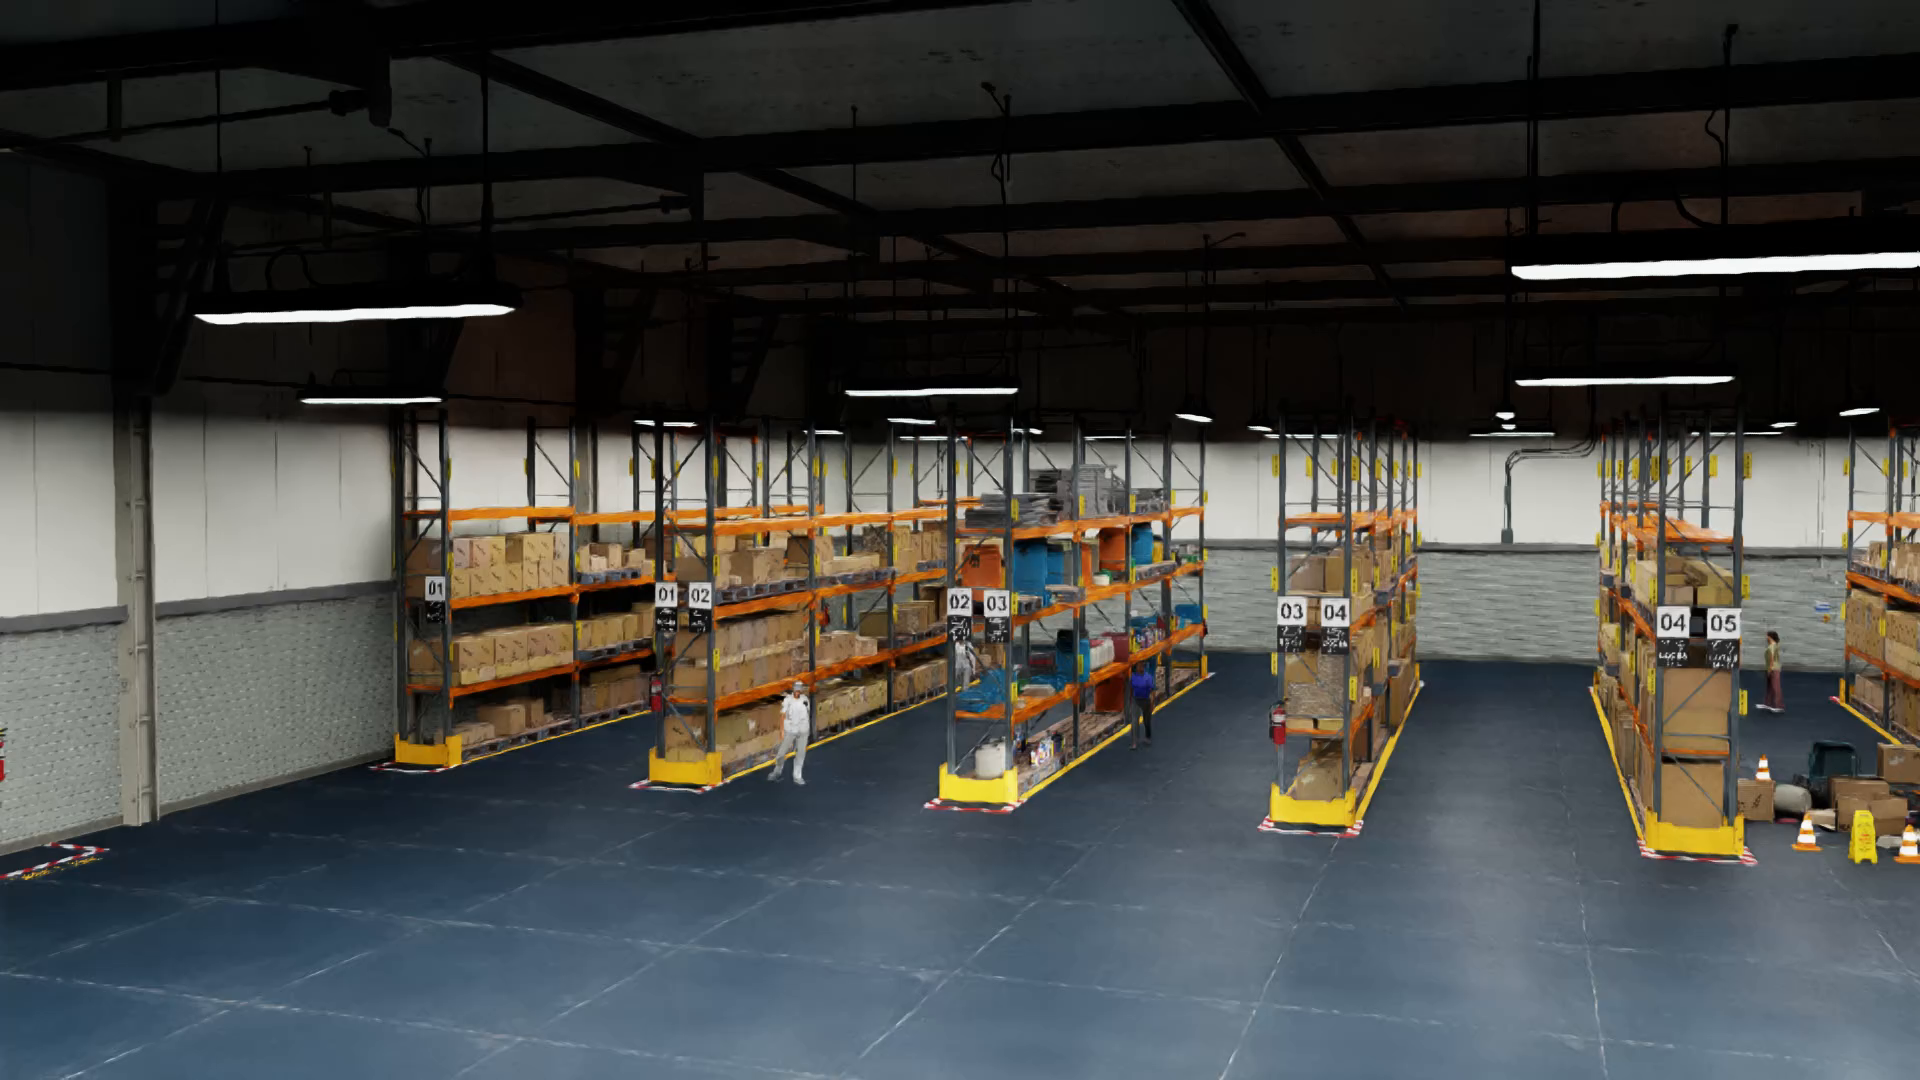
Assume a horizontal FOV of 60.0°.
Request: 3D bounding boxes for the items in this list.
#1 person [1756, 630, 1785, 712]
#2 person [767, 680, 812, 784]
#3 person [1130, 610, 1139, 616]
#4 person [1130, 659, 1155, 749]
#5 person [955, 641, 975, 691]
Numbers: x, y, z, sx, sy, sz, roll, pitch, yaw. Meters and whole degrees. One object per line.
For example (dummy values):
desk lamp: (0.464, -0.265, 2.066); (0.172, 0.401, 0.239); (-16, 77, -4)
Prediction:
person: (16.732, 2.680, 34.304); (0.570, 1.664, 0.590); (1, 3, 31)
person: (-2.711, 3.041, 26.417); (0.673, 1.656, 0.536); (-1, 3, -22)
person: (3.864, 2.437, 37.802); (0.498, 1.713, 0.764); (1, 3, 18)
person: (3.271, 2.920, 29.755); (0.461, 1.596, 0.999); (1, 3, 17)
person: (0.046, 2.679, 35.036); (0.498, 1.585, 1.075); (1, 3, 17)
